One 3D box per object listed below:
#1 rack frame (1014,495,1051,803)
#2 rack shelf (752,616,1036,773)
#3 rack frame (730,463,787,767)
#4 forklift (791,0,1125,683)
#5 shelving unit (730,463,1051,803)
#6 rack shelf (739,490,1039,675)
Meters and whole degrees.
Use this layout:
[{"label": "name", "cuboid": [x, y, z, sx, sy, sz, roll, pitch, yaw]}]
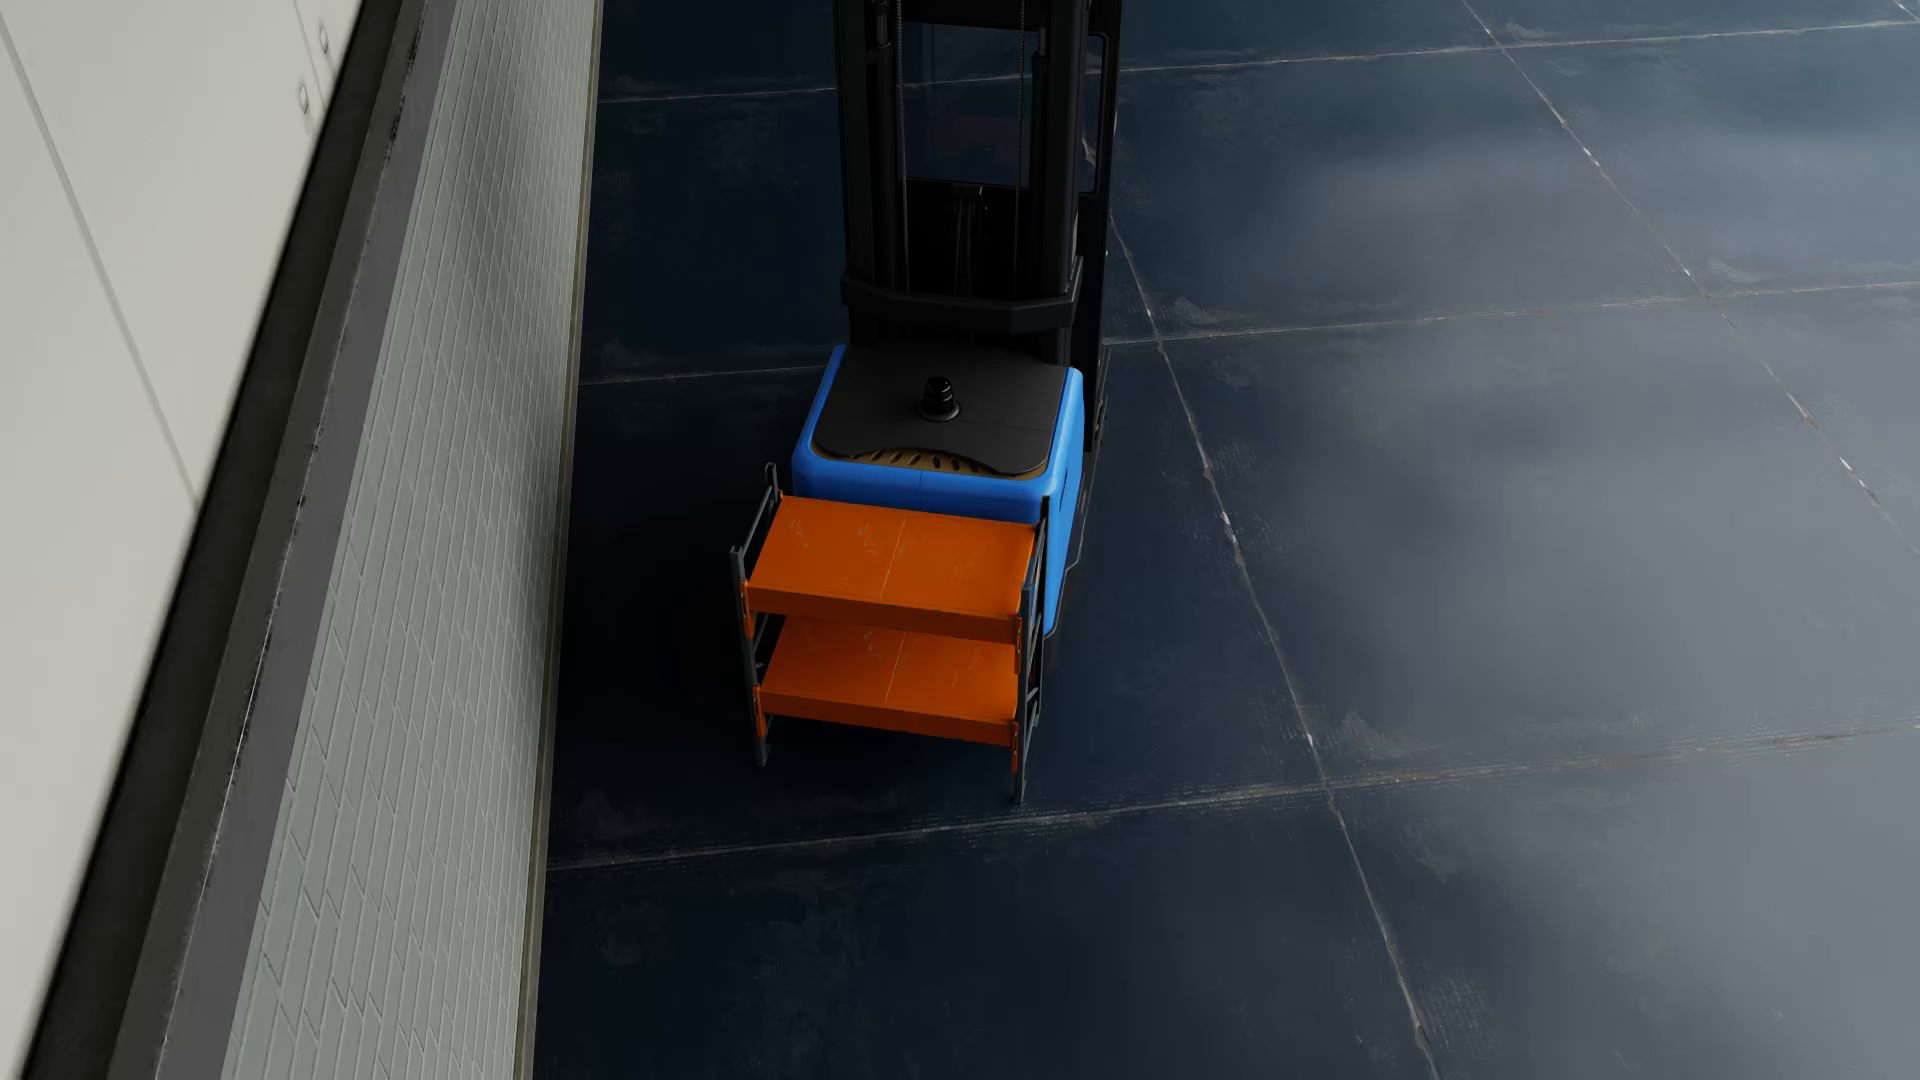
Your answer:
[{"label": "rack frame", "cuboid": [0.265, 0.422, 6.158, 0.032, 1.125, 0.500, 7, 43, 8]}, {"label": "rack shelf", "cuboid": [-0.235, 0.542, 6.389, 1.000, 0.278, 0.538, 7, 43, 8]}, {"label": "rack frame", "cuboid": [-0.735, 0.300, 6.293, 0.032, 1.125, 0.500, 7, 43, 8]}, {"label": "forklift", "cuboid": [0.108, -1.504, 6.945, 1.130, 2.935, 3.031, 7, 42, 7]}, {"label": "shelving unit", "cuboid": [-0.235, 0.361, 6.225, 1.048, 1.125, 0.538, 7, 43, 8]}, {"label": "rack shelf", "cuboid": [-0.235, 0.144, 6.029, 1.000, 0.278, 0.538, 7, 43, 8]}]
